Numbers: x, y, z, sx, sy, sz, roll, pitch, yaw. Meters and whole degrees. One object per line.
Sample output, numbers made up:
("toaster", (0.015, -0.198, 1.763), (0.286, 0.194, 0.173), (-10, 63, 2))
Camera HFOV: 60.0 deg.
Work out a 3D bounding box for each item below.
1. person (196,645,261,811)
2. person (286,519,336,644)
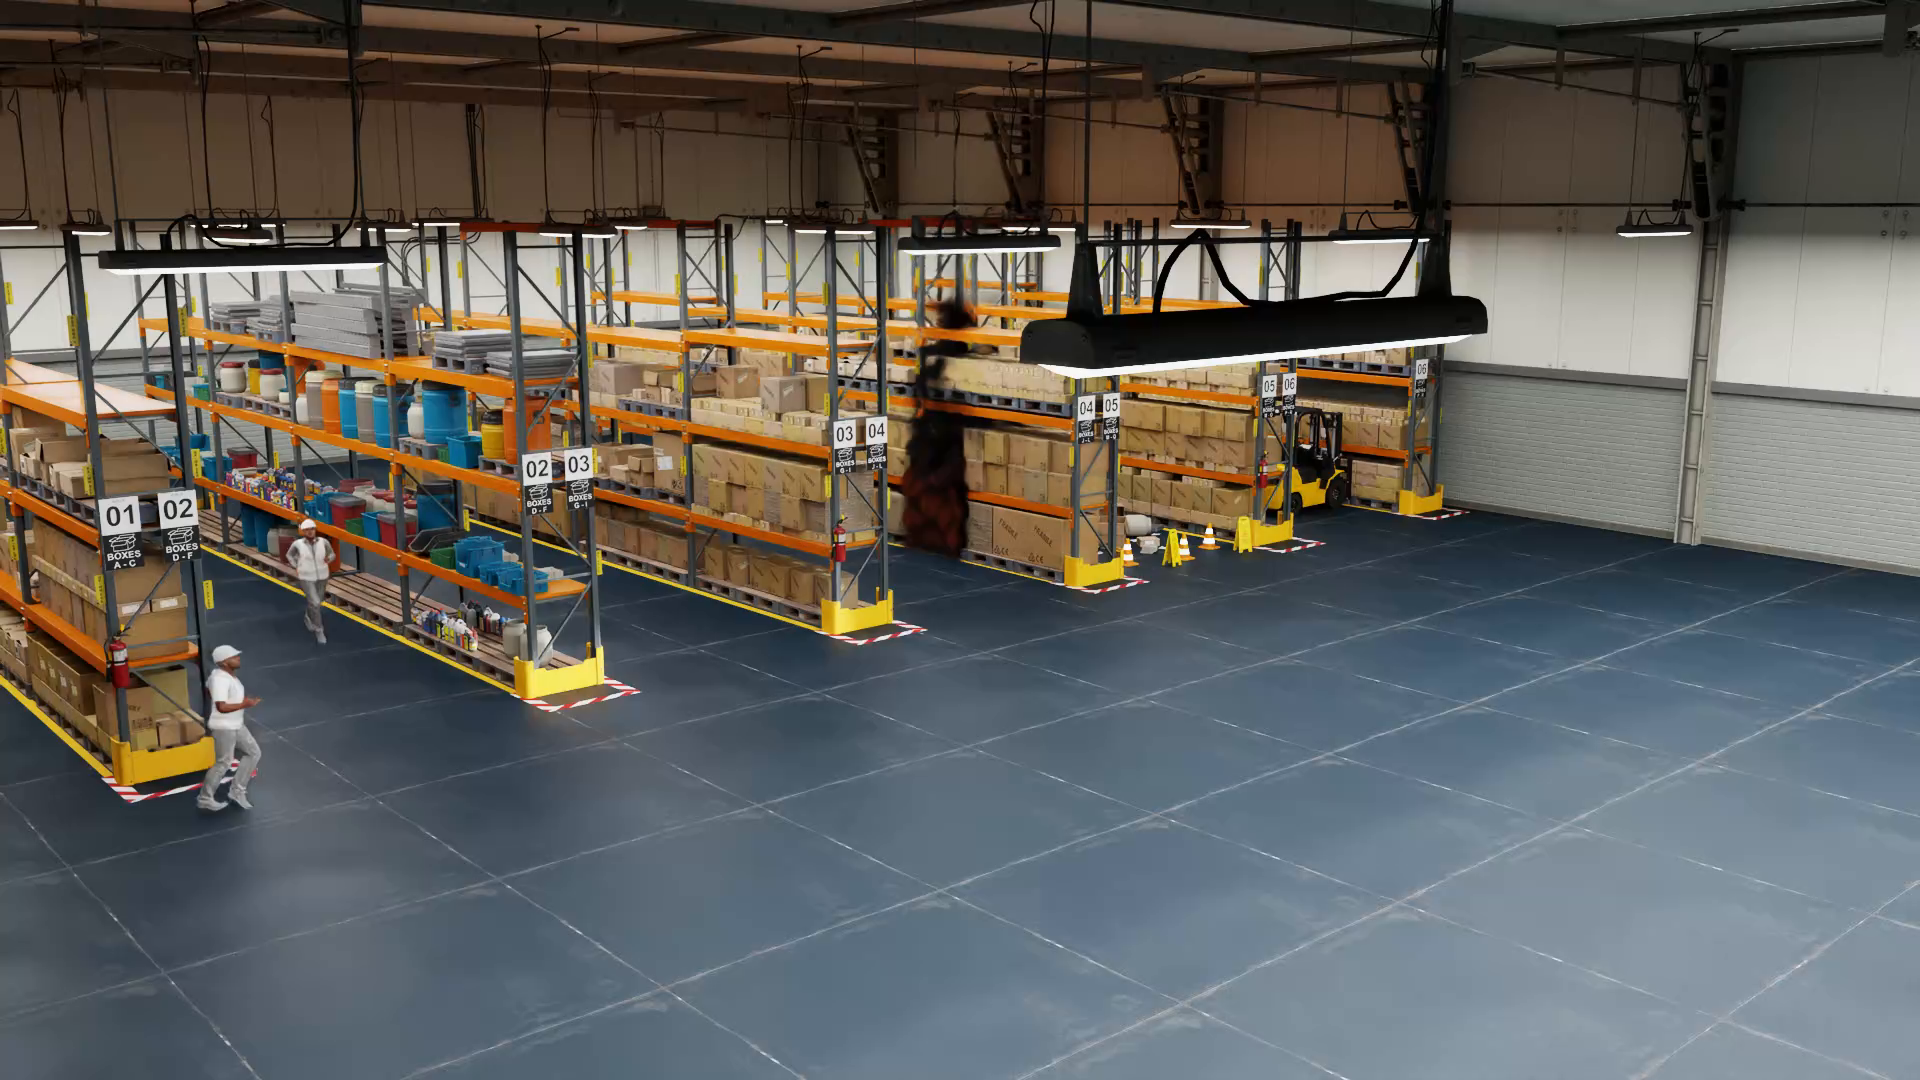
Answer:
("person", (-7.733, 2.000, 17.614), (0.717, 1.807, 0.696), (-2, 12, -12))
("person", (-9.525, 0.575, 24.544), (0.638, 1.813, 0.871), (-10, 15, -41))
